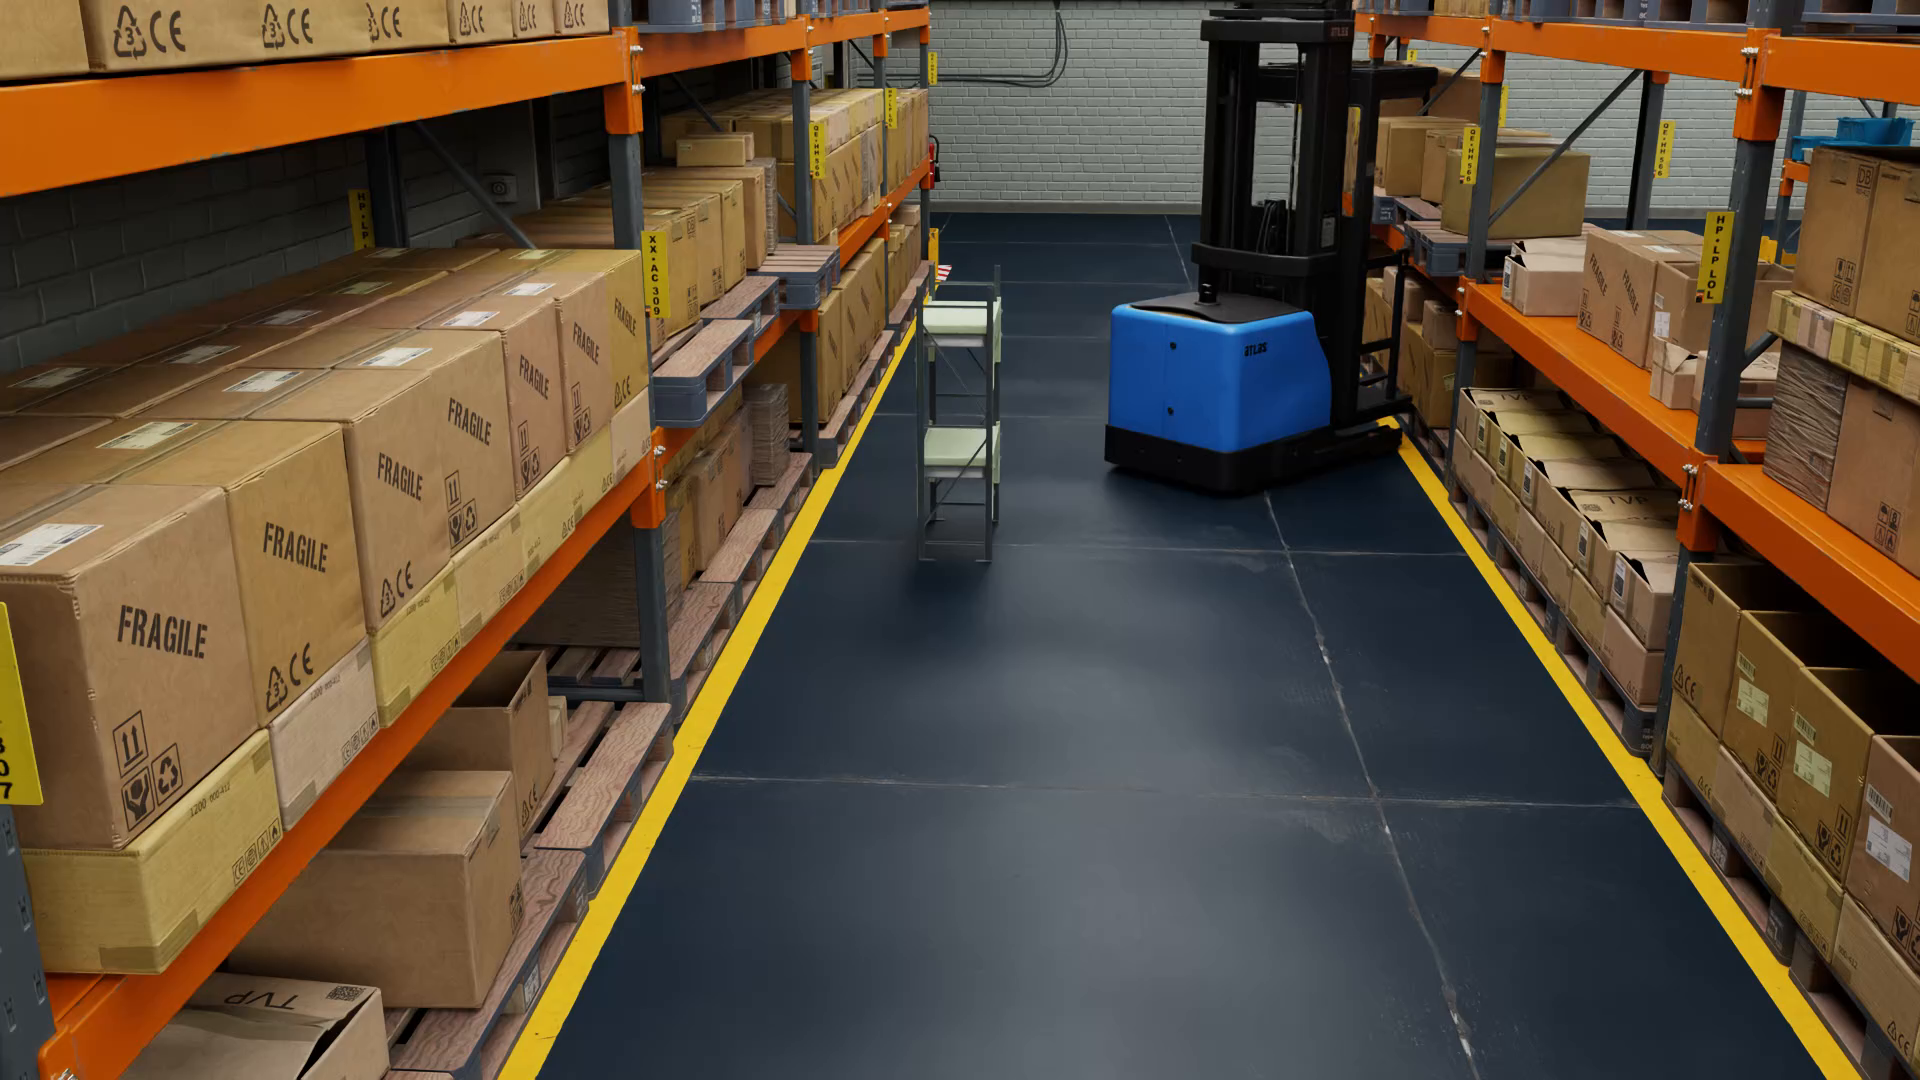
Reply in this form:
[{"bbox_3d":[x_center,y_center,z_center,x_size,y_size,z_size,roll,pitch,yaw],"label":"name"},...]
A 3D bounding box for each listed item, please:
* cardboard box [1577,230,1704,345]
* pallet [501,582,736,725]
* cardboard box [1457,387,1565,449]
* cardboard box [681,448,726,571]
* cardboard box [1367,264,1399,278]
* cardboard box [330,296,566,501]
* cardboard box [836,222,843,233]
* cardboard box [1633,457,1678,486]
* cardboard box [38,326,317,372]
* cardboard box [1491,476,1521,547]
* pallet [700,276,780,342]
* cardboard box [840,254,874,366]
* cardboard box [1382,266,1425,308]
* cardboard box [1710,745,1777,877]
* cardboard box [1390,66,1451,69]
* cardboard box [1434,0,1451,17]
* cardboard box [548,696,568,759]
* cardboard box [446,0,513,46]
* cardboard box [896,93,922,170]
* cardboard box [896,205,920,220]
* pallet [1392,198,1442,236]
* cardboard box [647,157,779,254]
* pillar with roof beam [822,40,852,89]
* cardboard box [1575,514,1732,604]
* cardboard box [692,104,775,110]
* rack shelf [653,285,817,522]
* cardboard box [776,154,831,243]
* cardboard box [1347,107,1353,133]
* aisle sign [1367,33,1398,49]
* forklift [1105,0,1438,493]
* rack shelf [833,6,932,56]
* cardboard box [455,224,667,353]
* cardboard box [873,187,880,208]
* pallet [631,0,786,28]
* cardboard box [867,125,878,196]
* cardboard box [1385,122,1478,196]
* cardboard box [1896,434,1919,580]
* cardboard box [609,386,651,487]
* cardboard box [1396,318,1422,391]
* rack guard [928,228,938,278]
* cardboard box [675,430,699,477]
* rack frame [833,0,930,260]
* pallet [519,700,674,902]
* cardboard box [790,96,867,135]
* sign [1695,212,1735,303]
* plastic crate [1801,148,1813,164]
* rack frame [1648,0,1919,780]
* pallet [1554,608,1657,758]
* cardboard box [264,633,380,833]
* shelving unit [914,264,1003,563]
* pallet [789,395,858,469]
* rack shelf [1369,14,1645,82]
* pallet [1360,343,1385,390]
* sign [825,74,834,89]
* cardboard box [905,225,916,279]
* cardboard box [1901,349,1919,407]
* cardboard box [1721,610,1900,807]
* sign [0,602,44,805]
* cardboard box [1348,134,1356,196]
[{"bbox_3d":[3.432,-1.257,8.282,0.500,0.500,0.500,0,18,1],"label":"cardboard box"},{"bbox_3d":[-1.638,0.485,7.604,1.003,0.211,1.213,1,18,4],"label":"pallet"},{"bbox_3d":[3.206,-0.735,9.688,0.500,0.311,0.500,2,18,6],"label":"cardboard box"},{"bbox_3d":[-1.592,-0.168,8.425,0.700,0.500,0.500,1,18,5],"label":"cardboard box"},{"bbox_3d":[3.581,-2.178,14.561,0.500,0.500,0.500,1,18,4],"label":"cardboard box"},{"bbox_3d":[-1.494,-0.428,4.916,0.500,0.500,0.500,1,18,2],"label":"cardboard box"},{"bbox_3d":[-1.051,-2.305,12.010,0.380,0.149,0.250,1,18,4],"label":"cardboard box"},{"bbox_3d":[3.636,-0.249,8.205,0.500,0.311,0.500,2,18,5],"label":"cardboard box"},{"bbox_3d":[-2.042,-0.275,4.449,0.500,0.500,0.500,2,18,5],"label":"cardboard box"},{"bbox_3d":[3.139,-0.150,8.806,0.500,0.250,0.500,1,18,2],"label":"cardboard box"},{"bbox_3d":[-1.506,-1.134,8.374,1.003,0.211,1.213,1,18,4],"label":"pallet"},{"bbox_3d":[-1.096,-1.780,12.816,0.750,0.750,0.750,2,18,6],"label":"cardboard box"},{"bbox_3d":[3.473,-1.896,12.495,0.500,0.250,0.500,1,18,4],"label":"cardboard box"},{"bbox_3d":[2.873,0.911,5.568,0.500,0.250,0.500,1,18,4],"label":"cardboard box"},{"bbox_3d":[4.247,-4.117,15.403,0.500,0.500,0.500,2,18,6],"label":"cardboard box"},{"bbox_3d":[3.608,-3.660,10.799,0.910,0.500,0.500,1,18,4],"label":"cardboard box"},{"bbox_3d":[-1.700,0.706,6.295,0.380,0.166,0.250,-1,18,-3],"label":"cardboard box"},{"bbox_3d":[-1.532,-1.589,4.444,0.500,0.500,0.500,1,18,2],"label":"cardboard box"},{"bbox_3d":[-0.899,-4.083,16.585,0.980,0.700,0.700,1,18,3],"label":"cardboard box"},{"bbox_3d":[-0.609,-3.382,17.224,0.380,0.149,0.250,1,18,3],"label":"cardboard box"},{"bbox_3d":[3.671,-2.244,11.763,1.003,0.211,1.213,1,18,4],"label":"pallet"},{"bbox_3d":[-1.429,-1.951,9.693,0.700,0.500,0.500,-1,18,-3],"label":"cardboard box"},{"bbox_3d":[2.793,-7.938,19.197,9.100,9.000,0.400,1,18,4],"label":"pillar with roof beam"},{"bbox_3d":[3.023,0.058,7.270,0.500,0.311,0.500,2,18,5],"label":"cardboard box"},{"bbox_3d":[-1.551,-2.862,11.466,0.500,0.250,0.500,1,18,3],"label":"cardboard box"},{"bbox_3d":[-1.548,-0.878,8.439,1.077,0.370,4.000,1,18,4],"label":"rack shelf"},{"bbox_3d":[-1.115,-2.184,10.601,0.500,0.500,0.500,2,18,6],"label":"cardboard box"},{"bbox_3d":[3.635,-3.818,14.492,0.500,0.500,0.500,1,18,3],"label":"cardboard box"},{"bbox_3d":[4.420,-5.466,17.111,0.394,0.787,0.004,1,18,4],"label":"aisle sign"},{"bbox_3d":[2.357,-2.051,10.976,3.031,2.935,1.130,-16,24,-41],"label":"forklift"},{"bbox_3d":[-0.975,-4.788,15.555,1.077,0.370,4.000,1,18,4],"label":"rack shelf"},{"bbox_3d":[-1.621,-1.012,6.828,0.700,0.500,0.500,1,18,4],"label":"cardboard box"},{"bbox_3d":[-0.855,-2.783,13.470,0.380,0.149,0.250,2,18,5],"label":"cardboard box"},{"bbox_3d":[-1.470,-2.446,7.555,1.213,0.211,1.003,1,18,4],"label":"pallet"},{"bbox_3d":[-0.927,-2.974,13.011,0.500,0.500,0.500,1,18,4],"label":"cardboard box"},{"bbox_3d":[3.580,-2.864,12.510,0.700,0.500,0.500,4,19,13],"label":"cardboard box"},{"bbox_3d":[3.153,-0.079,4.686,0.700,0.500,0.500,2,18,5],"label":"cardboard box"},{"bbox_3d":[-1.423,-0.383,5.982,0.500,0.250,0.500,1,18,4],"label":"cardboard box"},{"bbox_3d":[3.438,-1.372,12.101,0.500,0.500,0.500,1,18,2],"label":"cardboard box"},{"bbox_3d":[-0.830,-3.145,18.218,1.175,0.500,0.348,1,18,4],"label":"rack guard"},{"bbox_3d":[-1.594,-0.503,8.246,0.500,0.250,0.500,1,18,2],"label":"cardboard box"},{"bbox_3d":[-0.832,-4.325,17.806,1.000,3.000,0.127,1,18,4],"label":"rack frame"},{"bbox_3d":[-1.705,0.936,6.227,1.003,0.211,1.213,1,18,4],"label":"pallet"},{"bbox_3d":[-0.980,-3.170,12.405,0.500,0.250,0.500,2,18,5],"label":"cardboard box"},{"bbox_3d":[2.707,-1.011,5.958,0.100,0.325,0.005,1,18,4],"label":"sign"},{"bbox_3d":[8.598,-3.840,16.653,0.250,0.136,0.298,1,18,4],"label":"plastic crate"},{"bbox_3d":[3.249,-0.489,6.098,1.000,3.000,0.127,1,18,4],"label":"rack frame"},{"bbox_3d":[3.263,0.606,7.233,1.003,0.211,1.213,1,18,4],"label":"pallet"},{"bbox_3d":[-1.604,0.400,3.595,0.500,0.250,0.500,1,18,2],"label":"cardboard box"},{"bbox_3d":[0.000,-0.711,9.183,0.431,1.500,0.755,1,18,4],"label":"shelving unit"},{"bbox_3d":[-1.273,-0.759,11.400,1.003,0.211,1.213,1,18,4],"label":"pallet"},{"bbox_3d":[3.679,-3.436,11.430,1.077,0.370,4.000,1,18,4],"label":"rack shelf"},{"bbox_3d":[3.802,-1.395,13.341,1.003,0.211,1.213,1,18,4],"label":"pallet"},{"bbox_3d":[-1.385,-4.789,17.702,0.100,0.325,0.005,1,18,4],"label":"sign"},{"bbox_3d":[-0.818,-2.962,16.985,0.700,0.500,0.500,1,18,4],"label":"cardboard box"},{"bbox_3d":[2.965,-0.448,4.771,0.380,0.149,0.250,1,18,2],"label":"cardboard box"},{"bbox_3d":[2.876,0.554,5.451,0.500,0.500,0.500,1,18,4],"label":"cardboard box"},{"bbox_3d":[-1.437,0.245,2.469,0.100,0.325,0.005,1,18,4],"label":"sign"},{"bbox_3d":[3.603,-3.182,14.156,0.500,0.500,0.500,2,18,5],"label":"cardboard box"}]
